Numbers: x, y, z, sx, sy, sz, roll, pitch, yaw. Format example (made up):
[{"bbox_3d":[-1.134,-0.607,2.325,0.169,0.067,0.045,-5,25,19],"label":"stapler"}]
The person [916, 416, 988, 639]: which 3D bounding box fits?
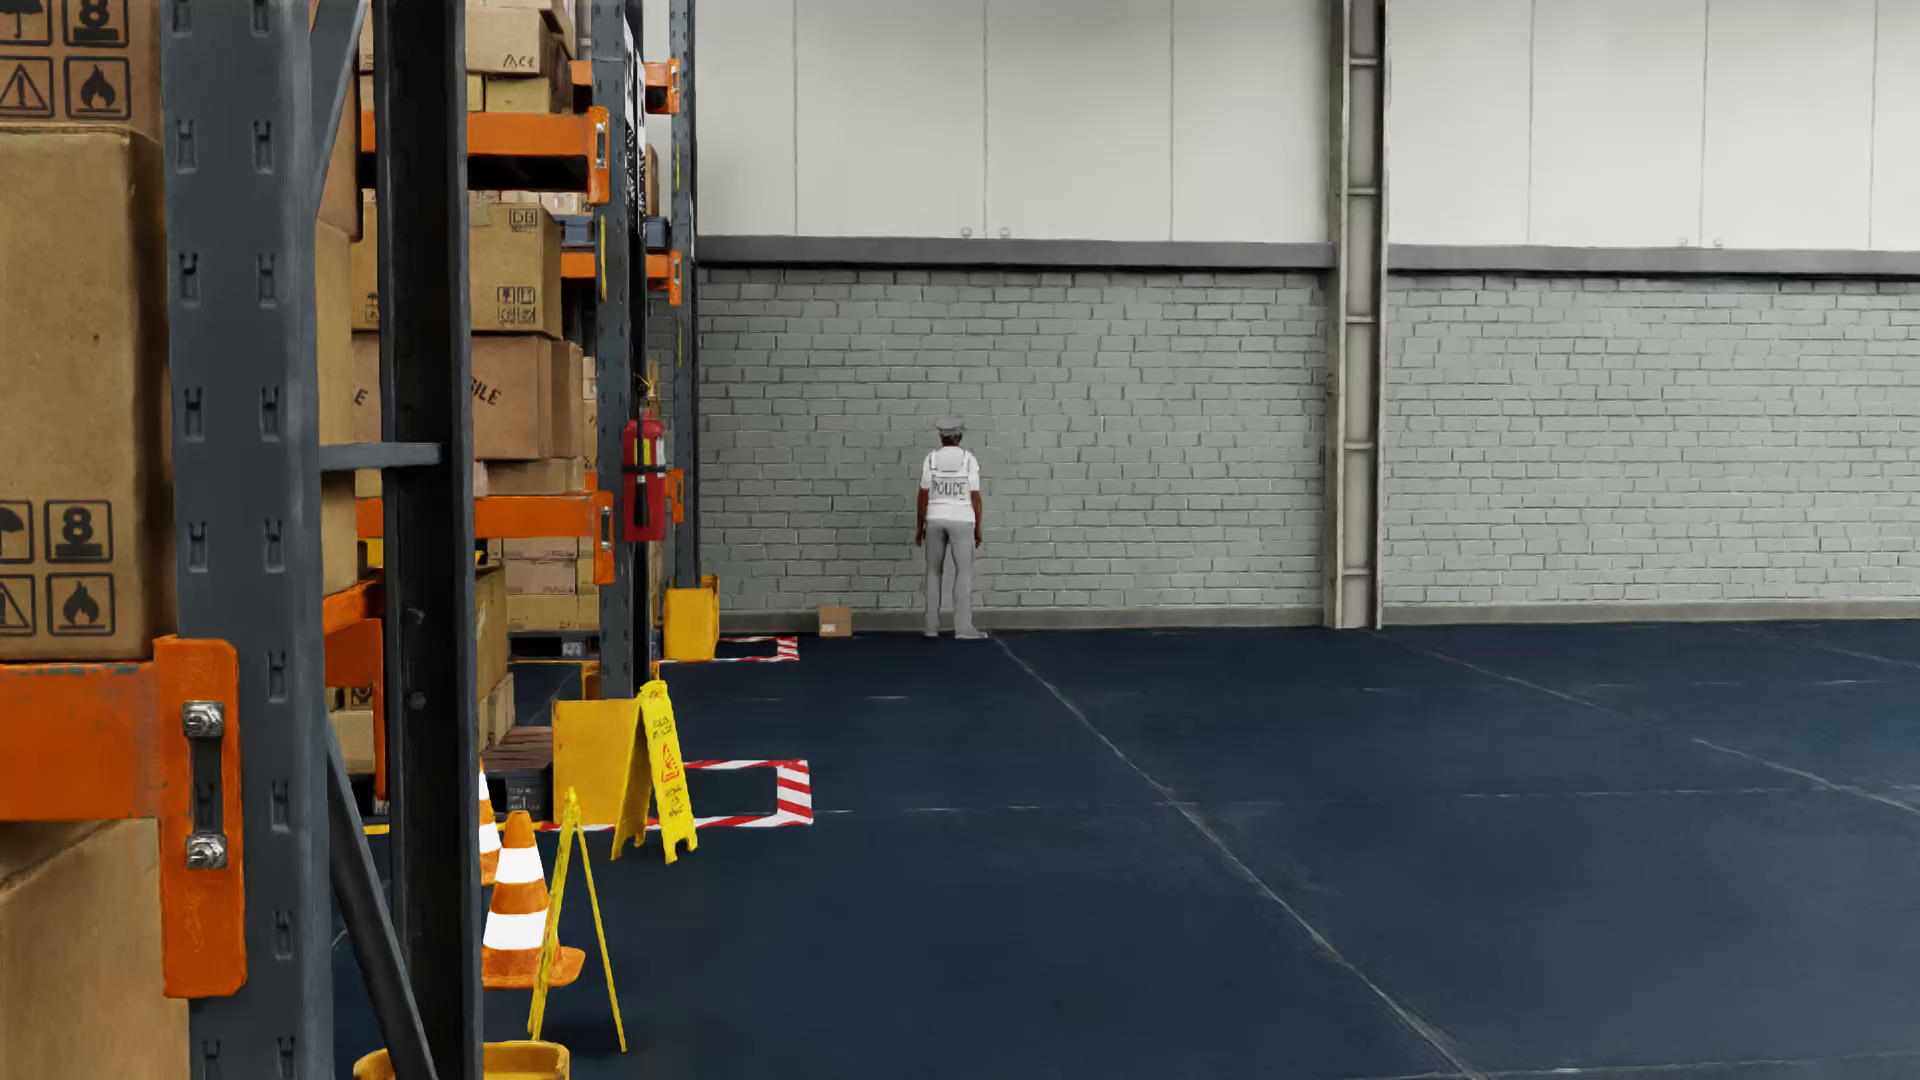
[{"bbox_3d":[-0.066,-0.092,12.604,0.553,1.690,0.353,1,4,13],"label":"person"}]
